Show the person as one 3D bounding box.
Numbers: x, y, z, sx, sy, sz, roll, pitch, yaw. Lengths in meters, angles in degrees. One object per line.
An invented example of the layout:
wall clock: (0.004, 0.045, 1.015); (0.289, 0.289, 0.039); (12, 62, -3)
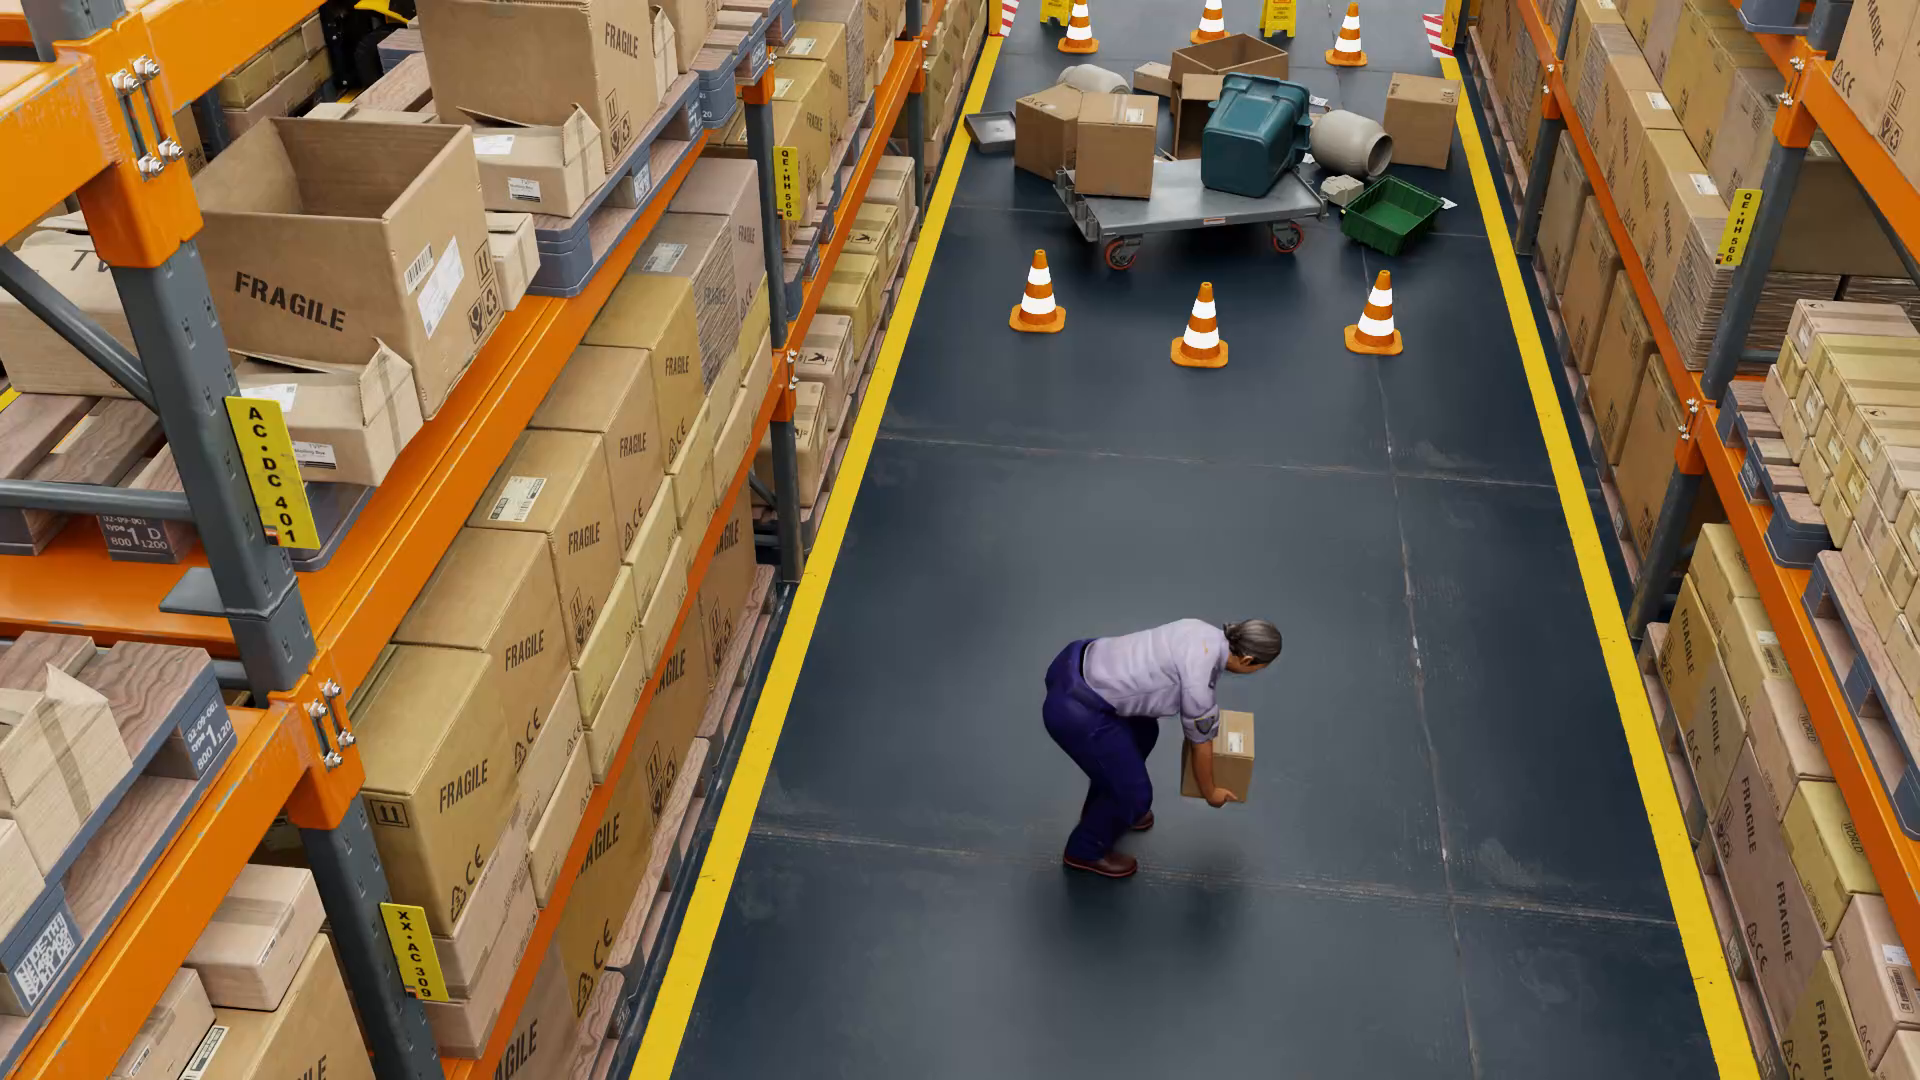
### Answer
person: (0.749, 0.768, 6.415); (0.867, 1.170, 0.476); (3, 36, 4)
